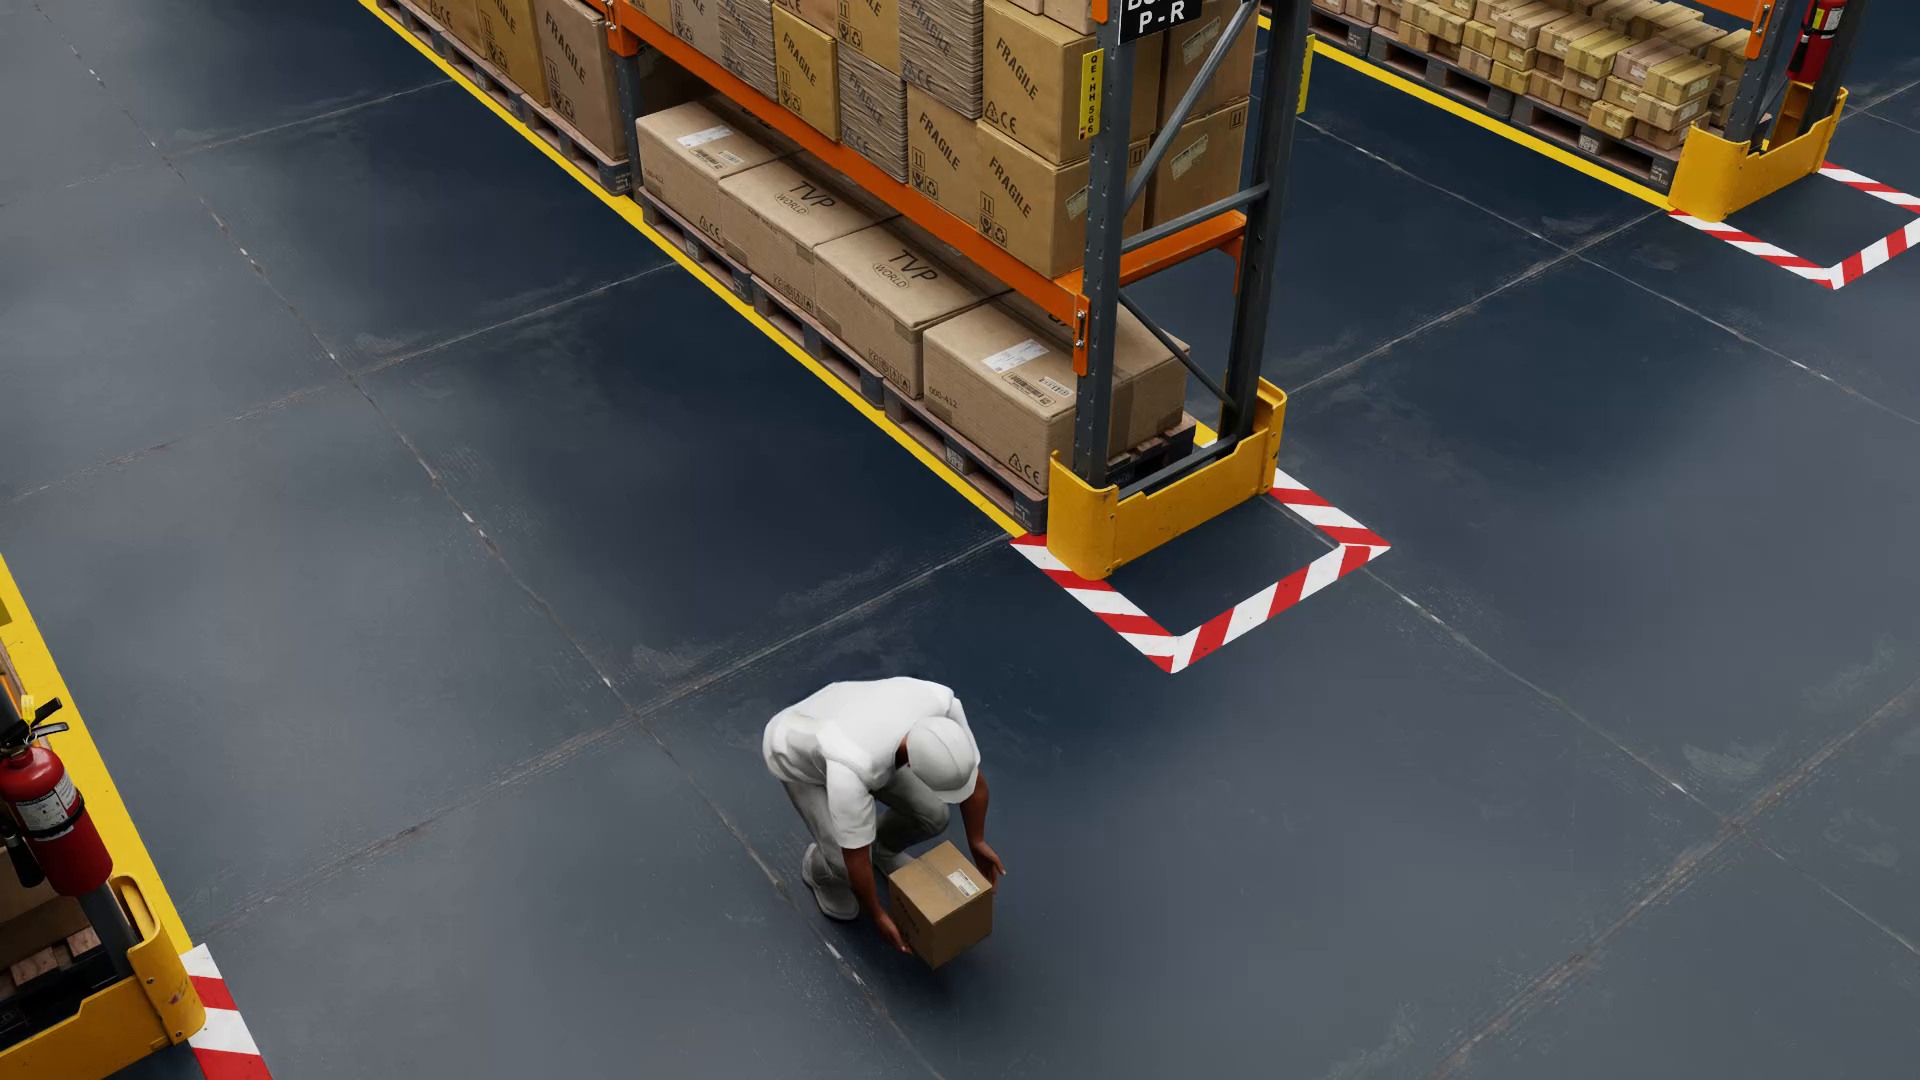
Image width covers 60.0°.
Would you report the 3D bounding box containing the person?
[{"bbox_3d":[-0.265,0.841,5.666,0.599,1.091,0.867,-26,47,-28],"label":"person"}]
